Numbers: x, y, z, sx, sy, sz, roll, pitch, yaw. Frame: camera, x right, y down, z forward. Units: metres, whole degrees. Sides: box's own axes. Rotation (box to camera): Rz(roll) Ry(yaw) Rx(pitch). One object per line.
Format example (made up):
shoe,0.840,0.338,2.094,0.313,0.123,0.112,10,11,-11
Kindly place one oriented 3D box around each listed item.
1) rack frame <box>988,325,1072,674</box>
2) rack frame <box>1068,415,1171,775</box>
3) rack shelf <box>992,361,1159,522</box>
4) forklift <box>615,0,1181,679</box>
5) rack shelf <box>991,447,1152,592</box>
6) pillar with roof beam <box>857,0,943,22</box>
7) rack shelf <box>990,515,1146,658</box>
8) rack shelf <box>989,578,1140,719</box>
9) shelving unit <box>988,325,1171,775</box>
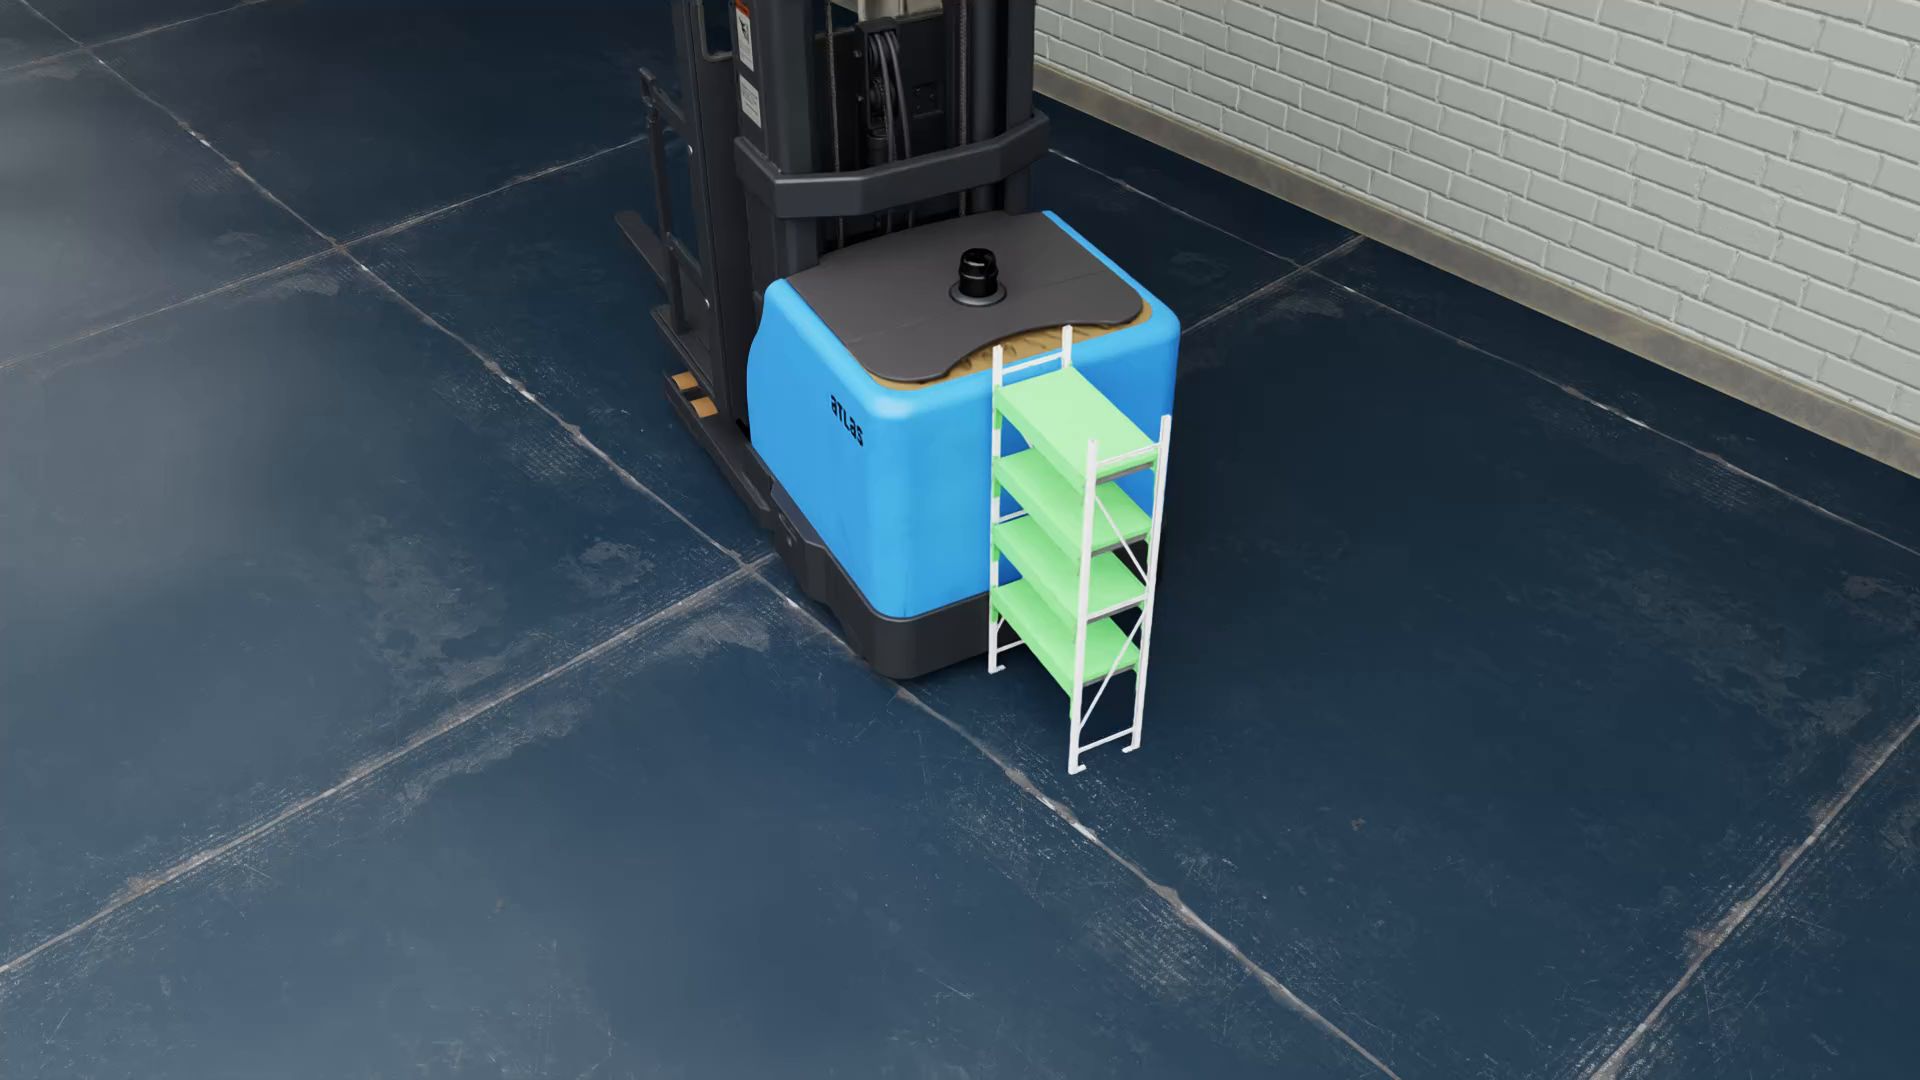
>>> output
rack frame,0.199,-0.084,4.899,0.240,1.200,0.015,-19,42,-21
rack frame,0.429,0.186,4.564,0.240,1.200,0.015,-19,42,-21
rack shelf,0.314,-0.273,4.470,0.258,0.148,0.480,-19,42,-21
forklift,-0.472,-1.627,5.431,1.130,2.935,3.031,-19,42,-21
rack shelf,0.314,-0.086,4.621,0.258,0.148,0.480,-19,42,-21
pillar with roof beam,-3.482,-4.375,4.005,9.100,9.000,0.400,-30,48,-32
rack shelf,0.314,0.101,4.772,0.258,0.148,0.480,-19,42,-21
rack shelf,0.314,0.287,4.923,0.258,0.148,0.480,-19,42,-21
shelving unit,0.314,0.051,4.732,0.258,1.200,0.503,-19,42,-21
